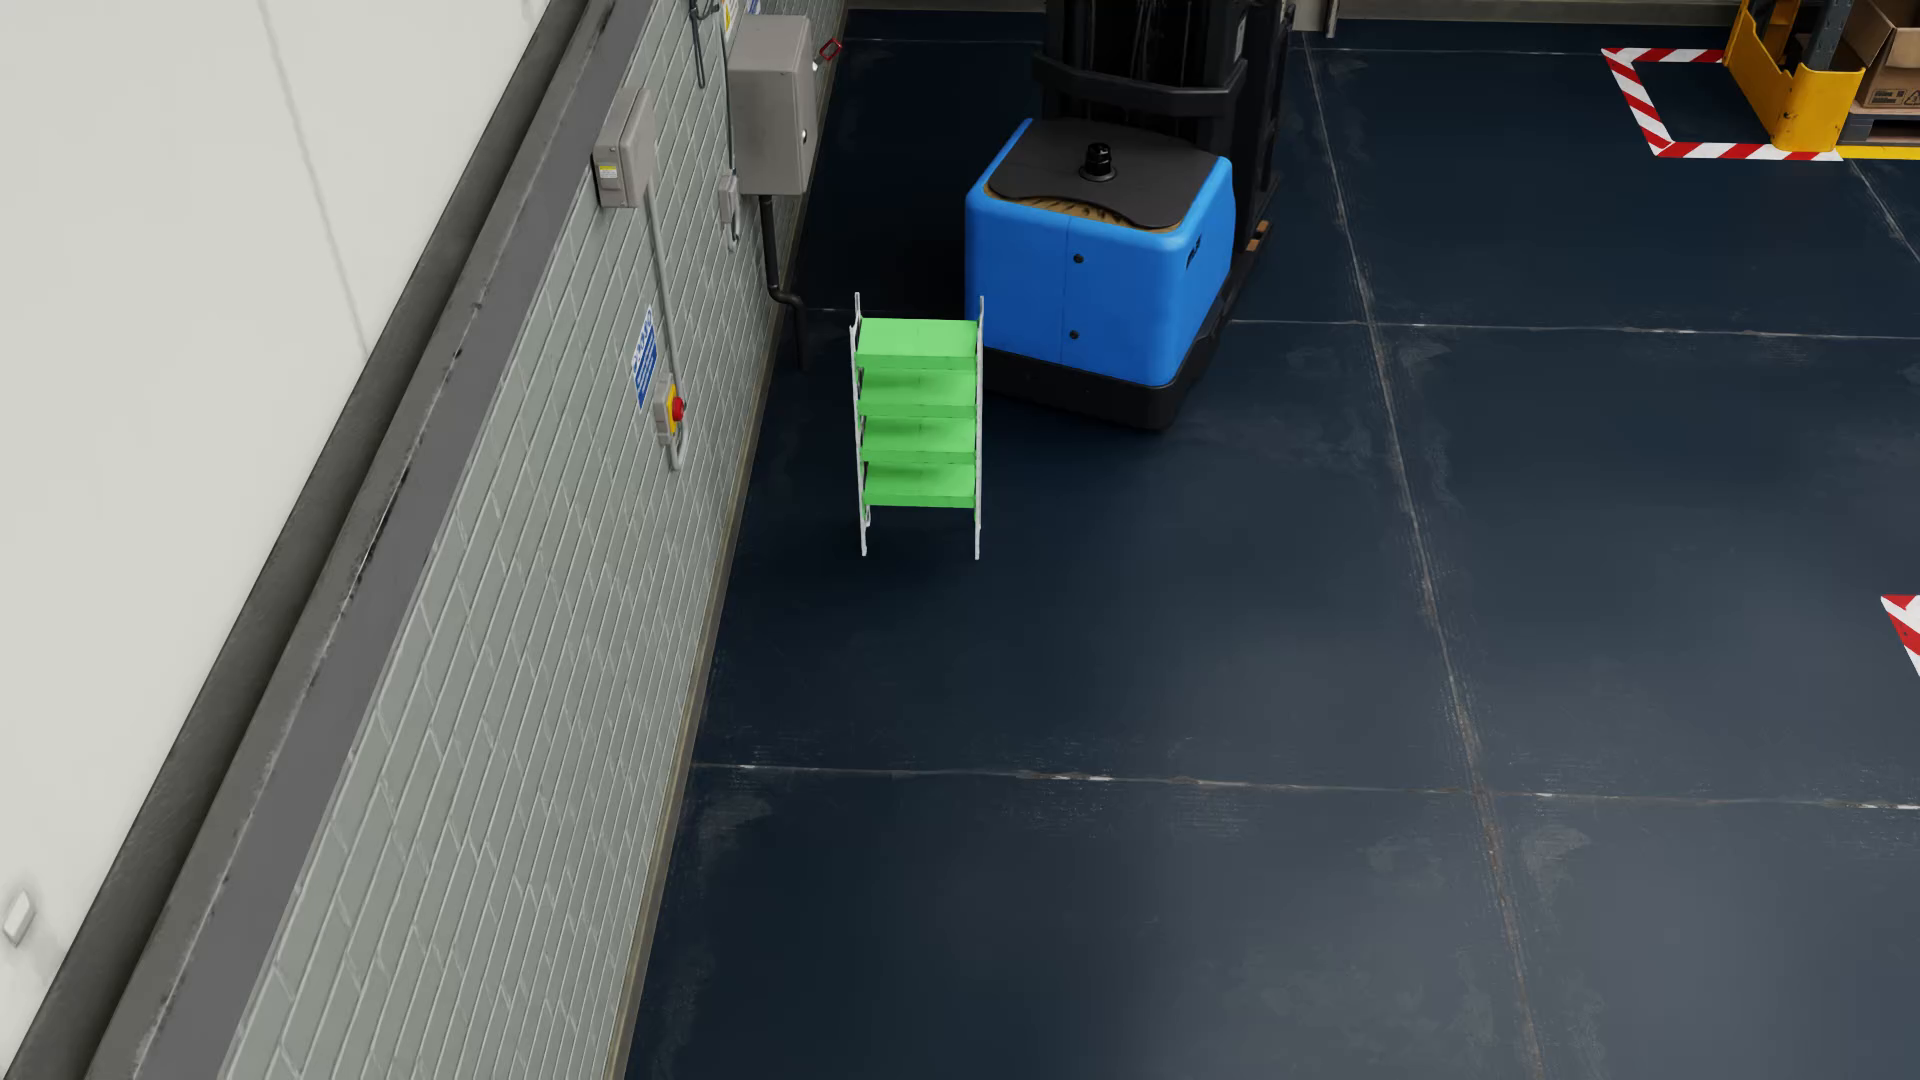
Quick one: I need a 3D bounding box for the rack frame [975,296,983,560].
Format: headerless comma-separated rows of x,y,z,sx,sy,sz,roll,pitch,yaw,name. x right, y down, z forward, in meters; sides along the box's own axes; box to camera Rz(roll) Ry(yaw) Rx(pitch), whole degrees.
0.078,-0.437,6.838,0.015,1.200,0.240,2,43,2,rack frame

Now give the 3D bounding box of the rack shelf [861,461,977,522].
-0.165,-0.222,7.054,0.480,0.148,0.258,2,43,2,rack shelf

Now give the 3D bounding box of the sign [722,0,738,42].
-0.946,-2.228,6.836,0.001,0.242,0.339,2,43,2,sign

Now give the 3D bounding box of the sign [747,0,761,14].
-0.921,-2.265,7.551,0.001,0.494,0.329,2,43,2,sign

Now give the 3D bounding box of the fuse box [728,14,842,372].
-0.737,-1.486,7.590,0.414,1.711,0.539,2,43,2,fuse box

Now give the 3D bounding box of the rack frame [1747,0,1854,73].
4.877,-3.754,9.080,0.127,3.000,1.000,2,43,2,rack frame

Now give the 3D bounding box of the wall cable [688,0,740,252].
-0.925,-1.869,6.311,0.122,1.984,0.588,2,43,2,wall cable

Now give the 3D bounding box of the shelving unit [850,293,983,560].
-0.165,-0.444,6.846,0.503,1.200,0.258,2,43,2,shelving unit

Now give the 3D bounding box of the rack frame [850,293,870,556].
-0.409,-0.452,6.854,0.015,1.200,0.240,2,43,2,rack frame

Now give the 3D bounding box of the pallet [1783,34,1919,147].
5.749,-2.708,10.002,1.213,0.211,1.003,2,43,2,pallet

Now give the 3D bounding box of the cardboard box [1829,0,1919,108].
5.484,-2.911,9.698,0.637,0.503,0.797,0,43,0,cardboard box

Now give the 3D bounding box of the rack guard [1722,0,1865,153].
4.953,-2.838,9.929,0.348,0.500,1.175,2,43,2,rack guard

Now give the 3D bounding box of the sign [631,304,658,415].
-1.040,-0.600,5.495,0.001,0.218,0.327,2,43,2,sign

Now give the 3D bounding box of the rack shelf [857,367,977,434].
-0.165,-0.573,6.726,0.480,0.148,0.258,2,43,2,rack shelf

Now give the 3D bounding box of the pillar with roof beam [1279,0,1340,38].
2.030,-3.715,4.636,0.400,9.000,9.100,2,43,2,pillar with roof beam

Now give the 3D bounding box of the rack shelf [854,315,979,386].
-0.165,-0.749,6.563,0.480,0.148,0.258,2,43,2,rack shelf

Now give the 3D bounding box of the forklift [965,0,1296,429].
1.034,-2.599,7.890,1.130,2.935,3.031,16,45,16,forklift

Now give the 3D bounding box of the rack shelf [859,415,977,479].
-0.165,-0.397,6.890,0.480,0.148,0.258,2,43,2,rack shelf

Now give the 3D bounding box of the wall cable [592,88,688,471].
-0.977,-0.915,5.263,0.123,1.953,0.585,2,43,2,wall cable
